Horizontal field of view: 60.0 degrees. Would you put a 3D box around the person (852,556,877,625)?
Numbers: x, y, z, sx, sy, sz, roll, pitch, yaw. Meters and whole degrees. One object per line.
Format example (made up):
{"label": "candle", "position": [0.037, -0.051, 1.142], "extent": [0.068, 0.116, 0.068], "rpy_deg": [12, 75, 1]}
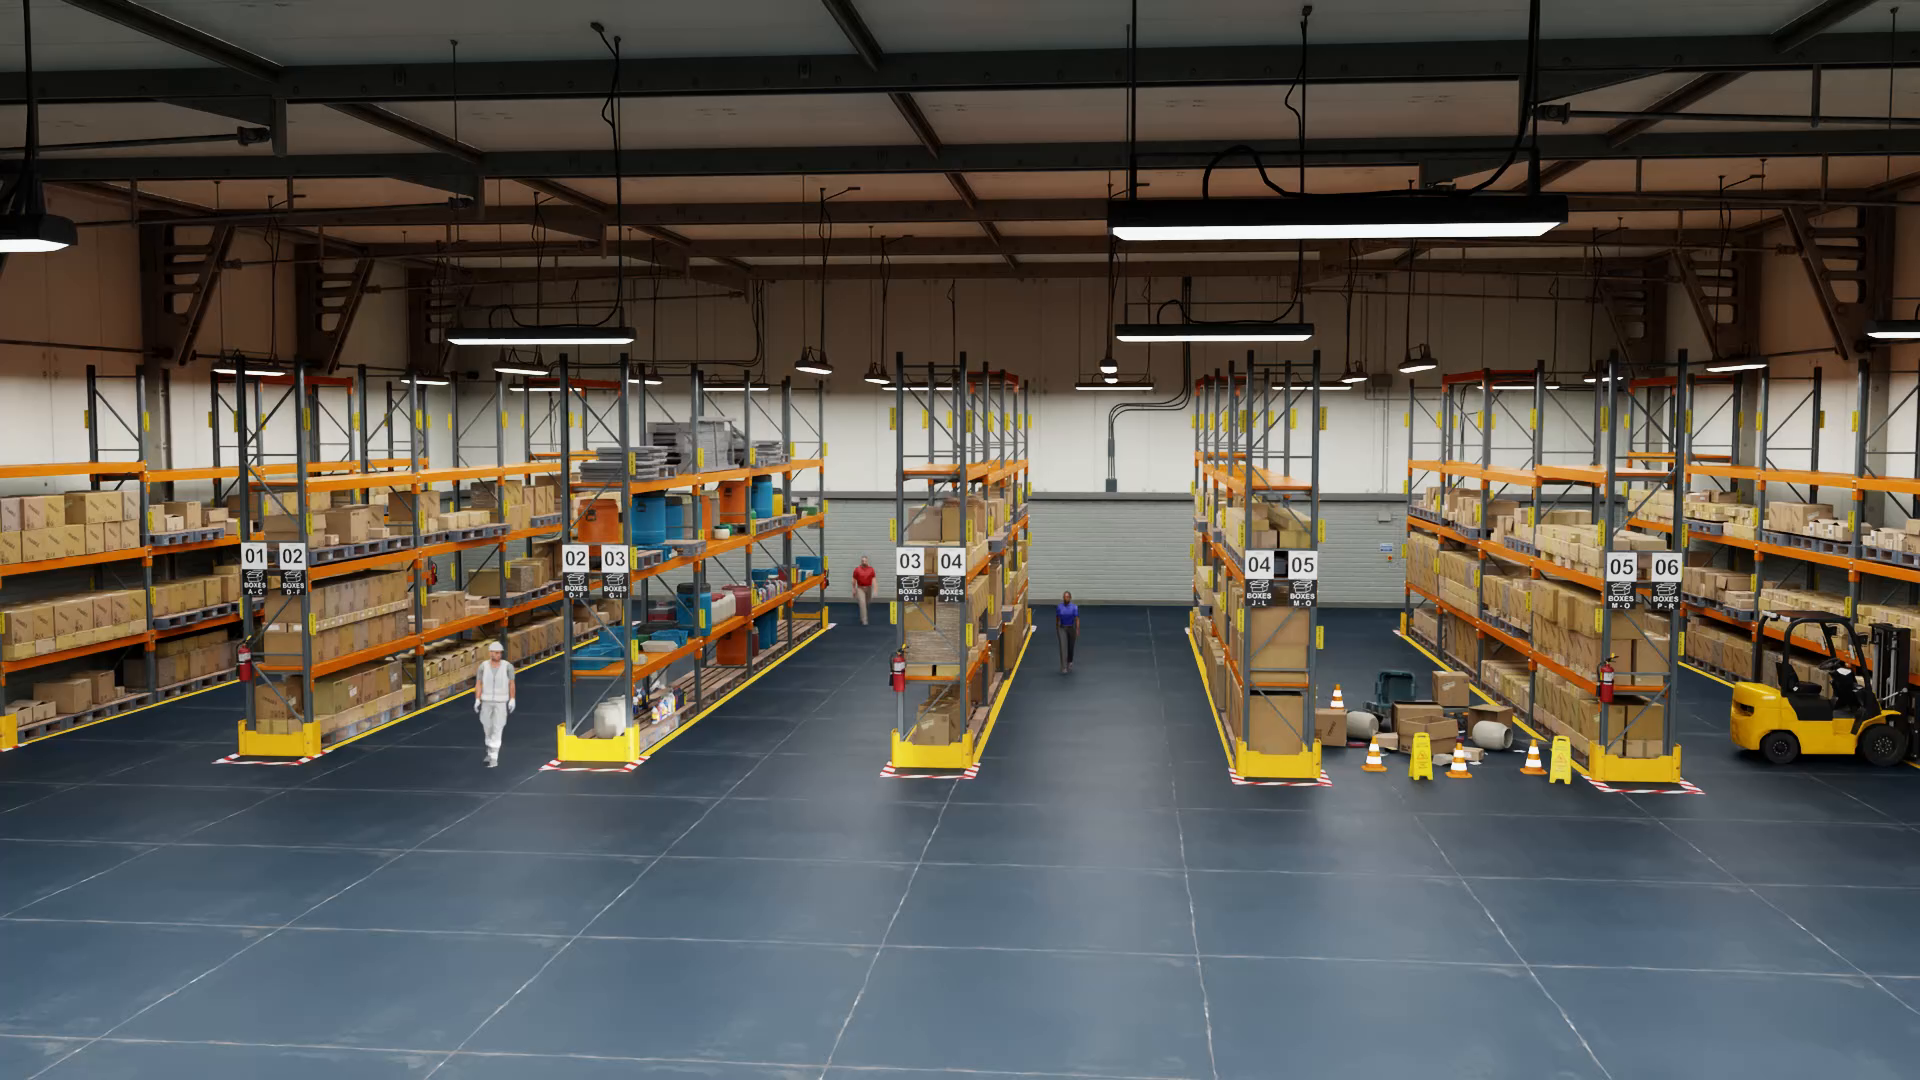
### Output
{"label": "person", "position": [-2.355, 1.233, 41.029], "extent": [0.553, 1.661, 1.126], "rpy_deg": [-2, 4, -22]}

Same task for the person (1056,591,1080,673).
{"label": "person", "position": [2.152, 1.872, 33.285], "extent": [0.475, 1.493, 1.021], "rpy_deg": [0, 4, 2]}

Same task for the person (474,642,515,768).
{"label": "person", "position": [-6.793, 2.387, 24.268], "extent": [0.555, 1.788, 0.619], "rpy_deg": [-1, 4, -9]}

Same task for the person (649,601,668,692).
{"label": "person", "position": [-5.397, 1.913, 29.991], "extent": [0.481, 1.657, 0.449], "rpy_deg": [-1, 4, -19]}

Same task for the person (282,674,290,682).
{"label": "person", "position": [-11.799, 2.069, 29.561], "extent": [0.449, 1.634, 0.863], "rpy_deg": [0, 4, 3]}
